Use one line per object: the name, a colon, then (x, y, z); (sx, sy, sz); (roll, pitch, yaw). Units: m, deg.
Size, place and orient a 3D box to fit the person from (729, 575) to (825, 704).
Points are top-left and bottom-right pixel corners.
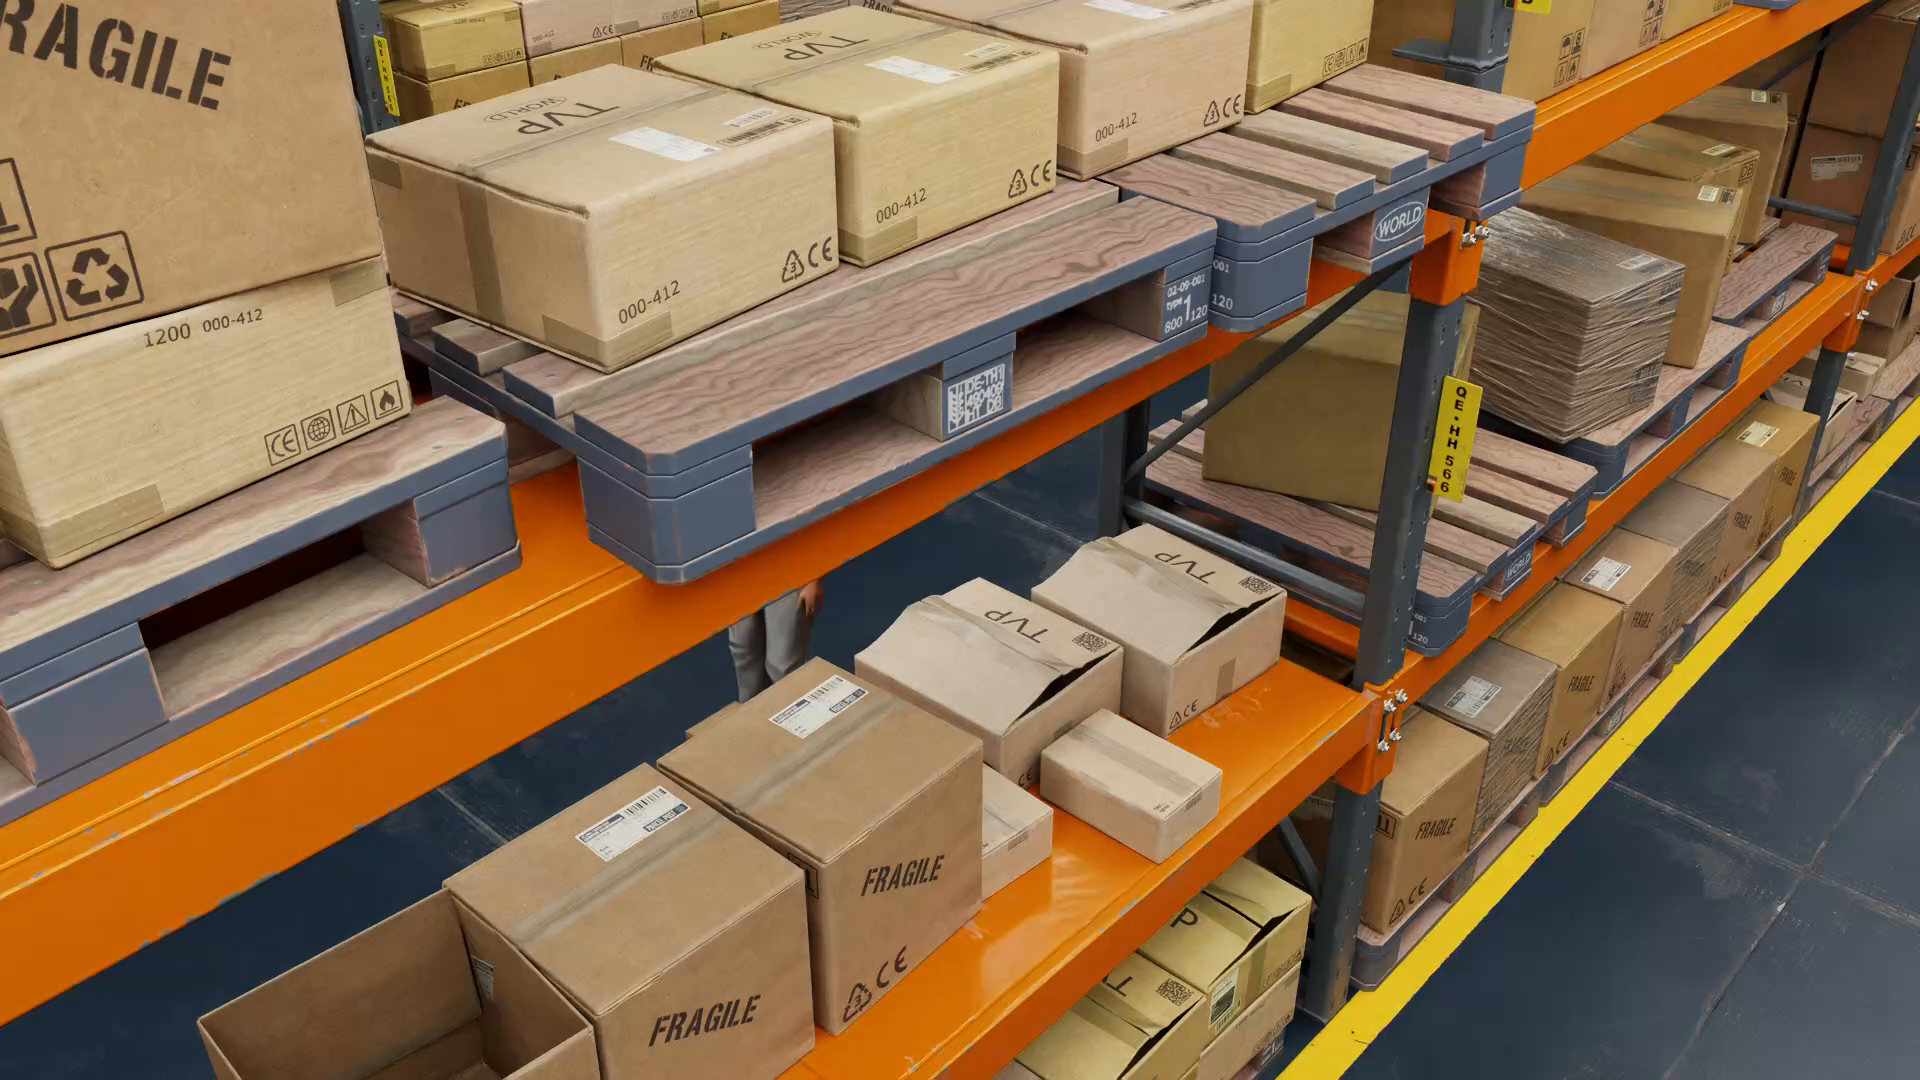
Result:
person: (-0.692, 0.107, 5.961); (0.504, 1.671, 0.415); (23, 38, 32)
